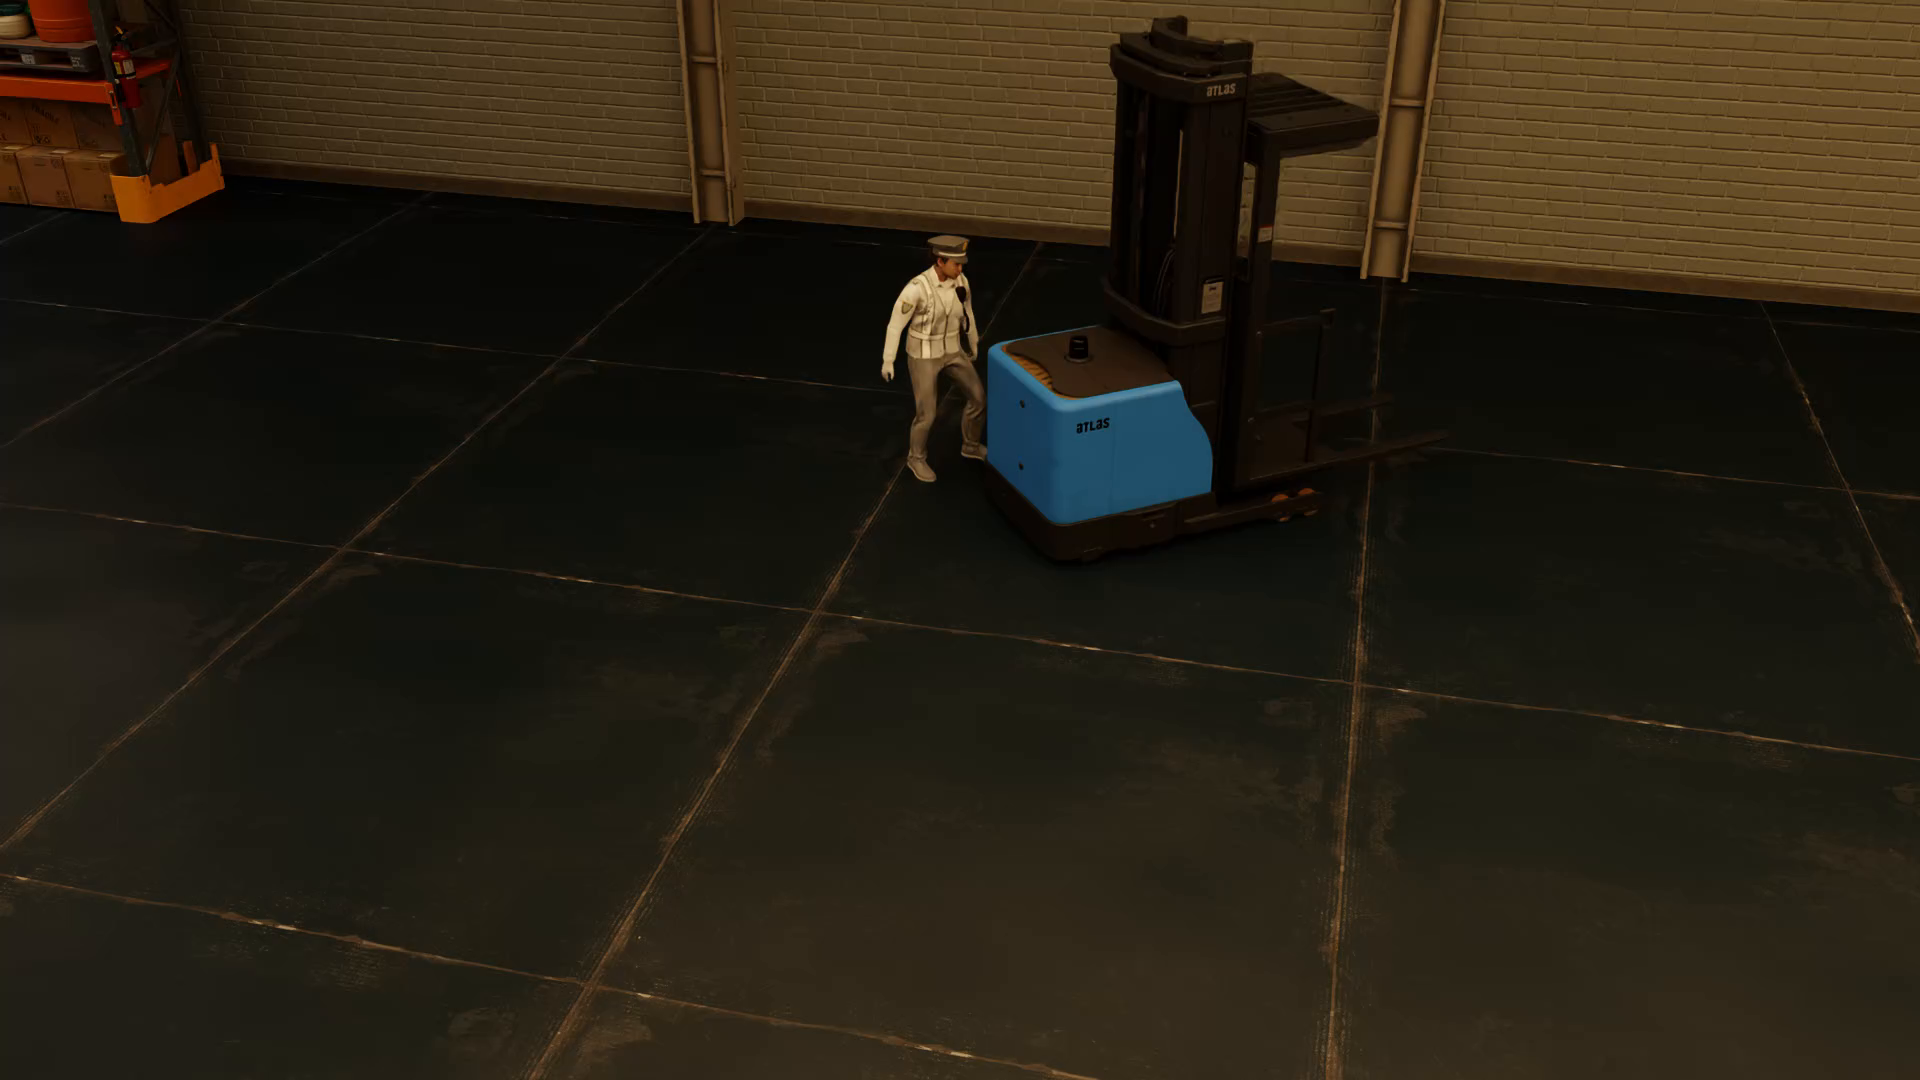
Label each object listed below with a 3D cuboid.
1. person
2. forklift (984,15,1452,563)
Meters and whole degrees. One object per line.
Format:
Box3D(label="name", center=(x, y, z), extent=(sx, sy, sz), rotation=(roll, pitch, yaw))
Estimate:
Box3D(label="person", center=(-0.107, -1.159, 10.537), extent=(0.794, 1.642, 0.398), rotation=(-19, 34, -29))
Box3D(label="forklift", center=(1.714, -1.615, 10.021), extent=(3.031, 2.935, 1.130), rotation=(-13, 32, -21))
